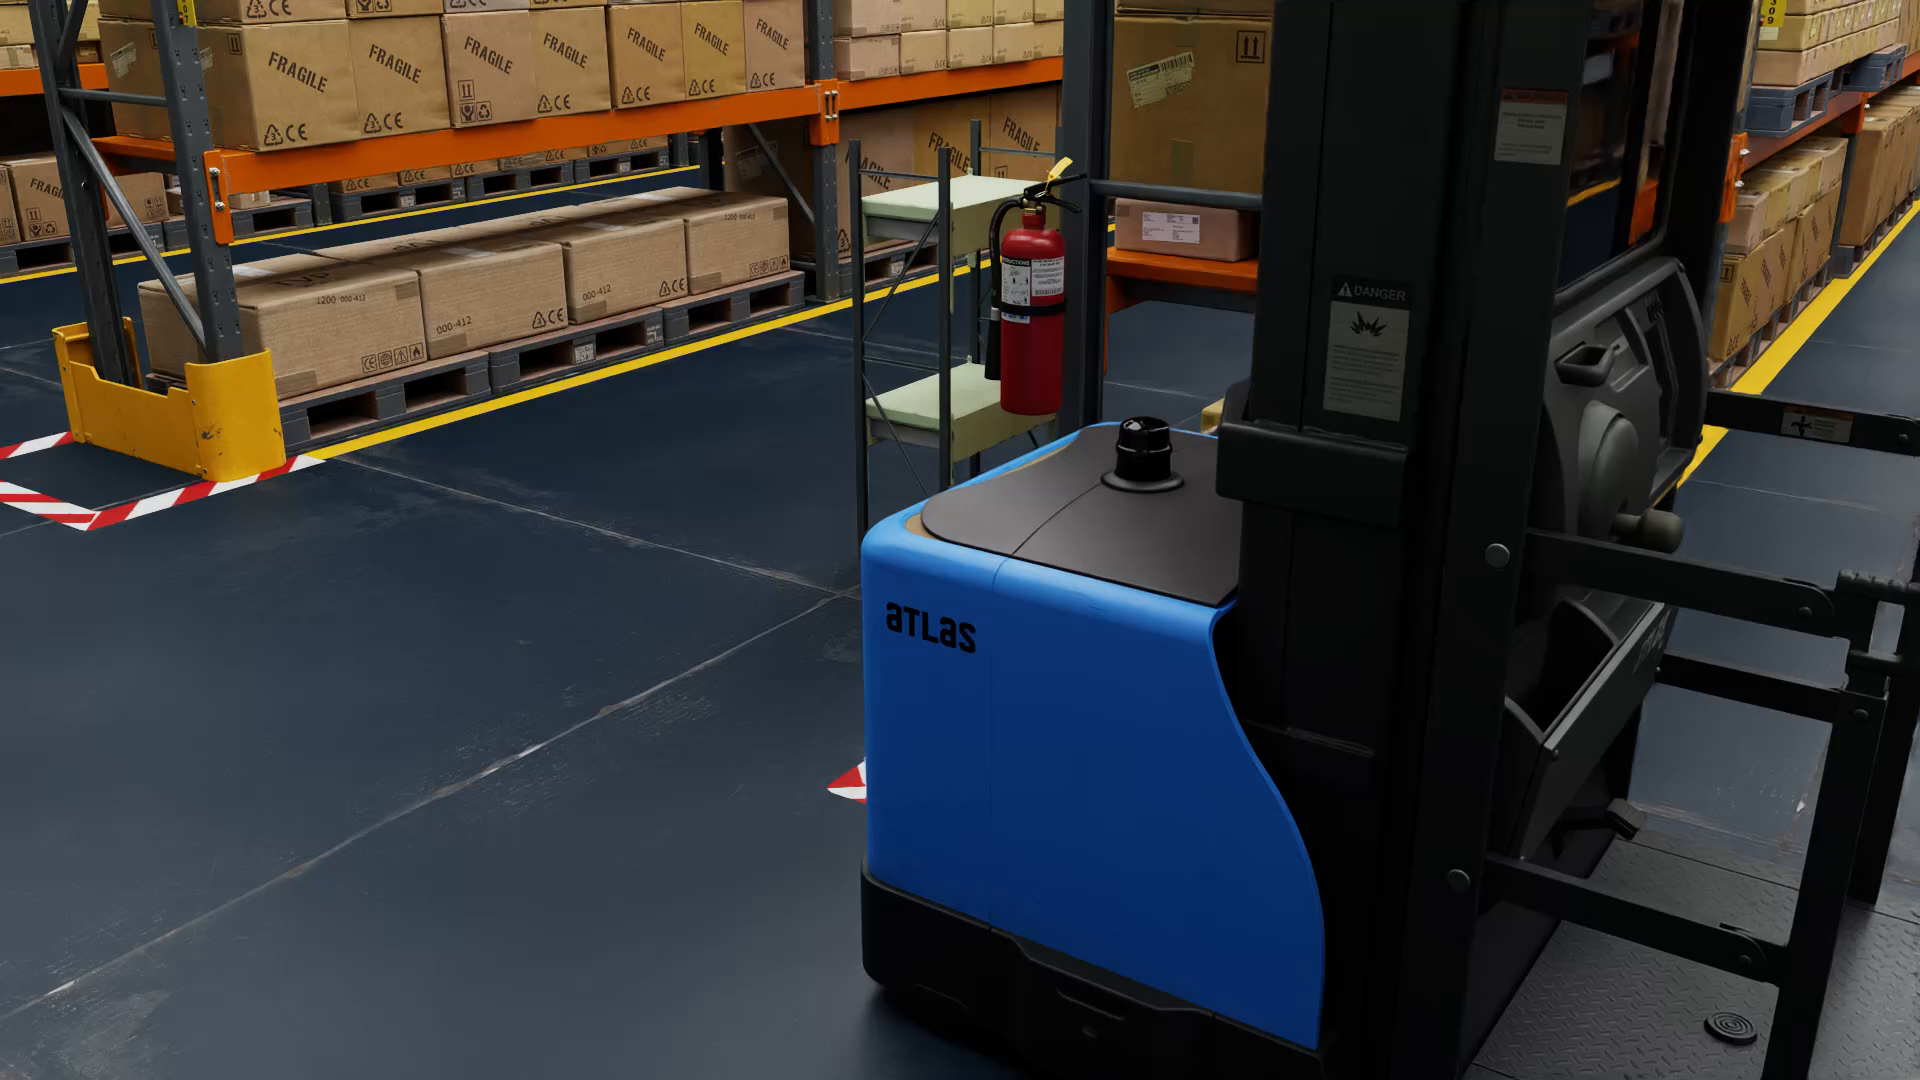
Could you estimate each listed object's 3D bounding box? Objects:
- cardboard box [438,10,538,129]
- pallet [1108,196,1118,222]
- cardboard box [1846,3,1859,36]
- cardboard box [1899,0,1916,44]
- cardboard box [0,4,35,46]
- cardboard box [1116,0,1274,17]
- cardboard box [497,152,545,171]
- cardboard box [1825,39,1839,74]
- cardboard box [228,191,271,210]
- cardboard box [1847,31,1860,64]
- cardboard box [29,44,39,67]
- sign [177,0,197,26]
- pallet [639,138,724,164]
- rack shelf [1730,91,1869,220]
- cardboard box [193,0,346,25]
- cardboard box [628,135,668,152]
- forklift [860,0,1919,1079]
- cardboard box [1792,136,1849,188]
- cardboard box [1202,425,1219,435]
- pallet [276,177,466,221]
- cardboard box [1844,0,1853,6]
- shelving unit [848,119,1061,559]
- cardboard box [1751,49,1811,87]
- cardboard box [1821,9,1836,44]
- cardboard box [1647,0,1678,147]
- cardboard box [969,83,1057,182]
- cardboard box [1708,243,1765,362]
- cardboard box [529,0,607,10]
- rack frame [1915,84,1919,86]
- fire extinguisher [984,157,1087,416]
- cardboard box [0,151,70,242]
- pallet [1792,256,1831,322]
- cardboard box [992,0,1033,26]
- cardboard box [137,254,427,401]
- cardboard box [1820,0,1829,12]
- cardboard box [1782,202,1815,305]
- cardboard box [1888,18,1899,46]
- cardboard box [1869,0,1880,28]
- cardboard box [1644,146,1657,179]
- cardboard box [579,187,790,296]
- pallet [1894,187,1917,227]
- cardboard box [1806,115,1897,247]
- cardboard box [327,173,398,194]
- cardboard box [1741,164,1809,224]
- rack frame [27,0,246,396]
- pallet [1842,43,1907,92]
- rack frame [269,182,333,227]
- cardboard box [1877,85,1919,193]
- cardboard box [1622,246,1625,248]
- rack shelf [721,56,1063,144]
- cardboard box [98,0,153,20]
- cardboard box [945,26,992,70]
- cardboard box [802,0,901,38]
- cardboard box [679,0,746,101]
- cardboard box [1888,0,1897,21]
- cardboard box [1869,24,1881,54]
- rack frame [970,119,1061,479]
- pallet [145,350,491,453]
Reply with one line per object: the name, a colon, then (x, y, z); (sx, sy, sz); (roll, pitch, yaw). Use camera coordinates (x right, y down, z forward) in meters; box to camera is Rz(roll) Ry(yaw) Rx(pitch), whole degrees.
cardboard box: (-2.364, -2.228, 7.820); (0.500, 0.500, 0.500); (13, 24, 32)
pallet: (0.558, -2.582, 12.942); (1.003, 0.211, 1.213); (13, 24, 32)
cardboard box: (4.301, -2.637, 8.398); (0.380, 0.149, 0.250); (13, 24, 31)
cardboard box: (6.257, -3.579, 11.474); (0.500, 0.500, 0.500); (13, 24, 32)
cardboard box: (-6.228, -3.362, 10.817); (0.500, 0.250, 0.500); (13, 24, 30)
cardboard box: (0.769, -1.705, 4.536); (0.500, 0.500, 0.500); (13, 24, 31)
cardboard box: (-3.962, -3.485, 14.360); (0.500, 0.500, 0.500); (12, 24, 30)
cardboard box: (4.004, -2.343, 8.033); (0.380, 0.149, 0.250); (14, 24, 32)
cardboard box: (-5.363, -2.564, 12.376); (0.380, 0.149, 0.250); (12, 24, 30)
cardboard box: (4.441, -2.567, 8.639); (0.380, 0.149, 0.250); (12, 23, 29)
cardboard box: (-6.145, -3.223, 11.017); (0.380, 0.149, 0.250); (13, 24, 32)
sign: (-2.978, -2.139, 6.363); (0.100, 0.325, 0.005); (13, 24, 32)
pallet: (-2.549, -3.989, 16.745); (1.003, 0.211, 1.213); (13, 24, 32)
rack shelf: (4.090, -2.254, 9.072); (1.077, 0.370, 4.000); (13, 24, 32)
cardboard box: (-2.928, -2.404, 6.855); (0.500, 0.500, 0.500); (13, 24, 31)
cardboard box: (-3.104, -3.930, 15.563); (0.500, 0.500, 0.500); (14, 25, 33)
forklift: (1.290, -0.237, 2.682); (3.031, 2.935, 1.130); (14, 24, 32)
cardboard box: (5.047, -2.294, 10.060); (0.500, 0.250, 0.500); (13, 24, 31)
cardboard box: (0.994, -0.271, 5.320); (0.380, 0.149, 0.250); (14, 24, 33)
pallet: (-4.866, -2.854, 13.676); (1.003, 0.211, 1.213); (13, 24, 32)
cardboard box: (4.151, -2.698, 8.134); (0.380, 0.149, 0.250); (13, 24, 31)
shelving unit: (0.004, -0.705, 6.010); (0.431, 1.500, 0.755); (13, 24, 32)
cardboard box: (3.567, -2.120, 7.429); (0.380, 0.149, 0.250); (12, 23, 29)
cardboard box: (3.856, -2.408, 7.780); (0.380, 0.149, 0.250); (14, 24, 33)
cardboard box: (2.354, -1.719, 6.015); (0.500, 0.500, 0.500); (13, 24, 32)
cardboard box: (0.102, -2.865, 12.144); (0.875, 0.875, 0.875); (14, 24, 32)
cardboard box: (3.600, -1.202, 8.190); (0.500, 0.500, 0.500); (14, 25, 34)
cardboard box: (-2.081, -2.846, 8.051); (0.500, 0.500, 0.500); (13, 24, 32)
rack frame: (7.463, -4.313, 13.601); (1.000, 3.000, 0.127); (13, 24, 32)
fire extinguisher: (0.194, -0.676, 4.419); (0.296, 0.674, 0.183); (13, 24, 32)
cardboard box: (-6.226, -2.325, 11.223); (0.500, 0.500, 0.500); (14, 24, 33)
pallet: (4.774, -1.633, 10.377); (1.003, 0.211, 1.213); (13, 24, 32)
cardboard box: (0.154, -3.629, 11.249); (0.500, 0.250, 0.500); (12, 24, 30)
cardboard box: (-3.145, -1.010, 7.760); (0.875, 0.438, 0.875); (12, 24, 30)
cardboard box: (3.719, -2.480, 7.546); (0.380, 0.149, 0.250); (14, 25, 33)
cardboard box: (4.482, -1.647, 9.391); (0.500, 0.500, 0.500); (12, 23, 29)
cardboard box: (5.317, -3.013, 9.844); (0.380, 0.149, 0.250); (14, 24, 33)
cardboard box: (4.736, -2.858, 8.995); (0.380, 0.149, 0.250); (13, 24, 31)
cardboard box: (2.451, -1.459, 6.248); (0.380, 0.149, 0.250); (12, 23, 30)
cardboard box: (-1.627, -1.790, 9.868); (0.875, 0.438, 0.875); (13, 24, 31)
pallet: (7.091, -2.769, 13.446); (1.003, 0.211, 1.213); (13, 24, 32)
cardboard box: (5.631, -2.464, 11.240); (1.050, 0.750, 0.750); (13, 24, 31)
cardboard box: (-4.834, -3.040, 13.158); (0.500, 0.500, 0.500); (15, 25, 34)
cardboard box: (4.187, -1.853, 8.868); (0.500, 0.250, 0.500); (14, 25, 34)
rack frame: (-3.434, -1.806, 6.824); (1.000, 3.000, 0.127); (13, 24, 32)
pallet: (4.902, -2.850, 9.922); (1.213, 0.211, 1.003); (13, 24, 32)
rack frame: (-5.292, -3.921, 12.541); (1.000, 3.000, 0.127); (13, 24, 32)
cardboard box: (7.188, -3.259, 13.389); (1.050, 0.750, 0.750); (13, 24, 32)
cardboard box: (3.173, -1.304, 8.463); (0.500, 0.500, 0.500); (13, 24, 31)
rack shelf: (-0.061, -3.190, 11.603); (1.077, 0.370, 4.000); (13, 24, 32)
cardboard box: (-3.360, -2.507, 7.133); (0.500, 0.500, 0.500); (14, 25, 34)
cardboard box: (-0.129, -3.251, 10.946); (0.500, 0.250, 0.500); (13, 24, 31)
cardboard box: (-0.705, -3.189, 10.059); (0.500, 0.250, 0.500); (12, 24, 30)
cardboard box: (-1.519, -2.669, 9.013); (0.500, 0.500, 0.500); (13, 24, 31)
cardboard box: (5.164, -3.076, 9.586); (0.380, 0.149, 0.250); (14, 25, 34)
cardboard box: (4.889, -2.798, 9.261); (0.380, 0.149, 0.250); (13, 24, 31)
rack frame: (0.209, -0.810, 6.294); (0.400, 1.500, 0.023); (13, 24, 32)
pallet: (-3.049, -0.743, 7.969); (1.003, 0.211, 1.213); (13, 24, 32)
